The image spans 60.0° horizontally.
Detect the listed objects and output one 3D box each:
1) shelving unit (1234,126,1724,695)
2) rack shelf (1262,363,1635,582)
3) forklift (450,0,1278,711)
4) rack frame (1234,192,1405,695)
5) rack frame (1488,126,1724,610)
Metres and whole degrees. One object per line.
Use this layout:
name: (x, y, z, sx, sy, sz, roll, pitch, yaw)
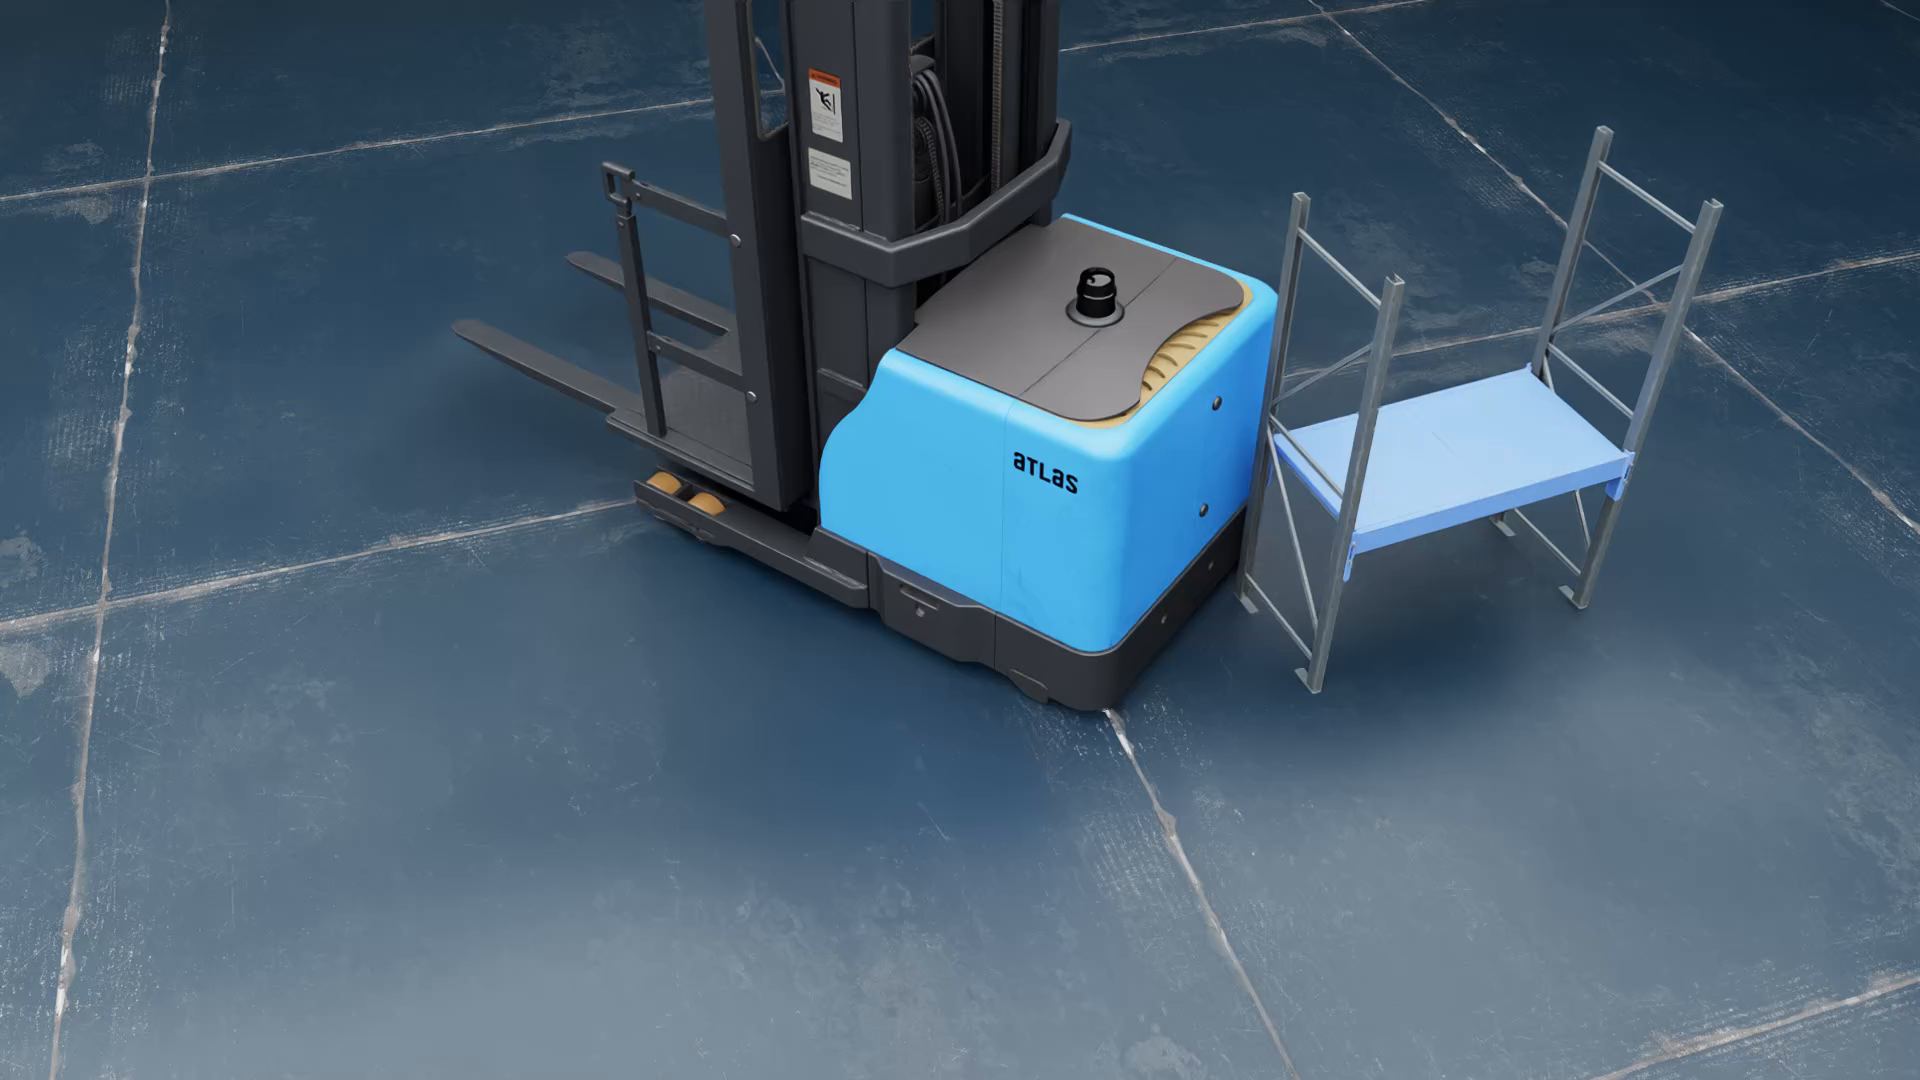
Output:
shelving unit: (1.492, -0.363, 5.025, 1.048, 1.500, 0.538, -15, 43, -17)
rack shelf: (1.492, -0.227, 5.144, 1.000, 0.185, 0.538, -15, 43, -17)
forklift: (-0.519, -1.358, 5.077, 3.031, 2.935, 1.130, 25, 47, 26)
rack frame: (1.021, -0.236, 4.880, 0.032, 1.500, 0.500, -15, 43, -17)
rack frame: (1.962, -0.489, 5.170, 0.032, 1.500, 0.500, -15, 43, -17)
